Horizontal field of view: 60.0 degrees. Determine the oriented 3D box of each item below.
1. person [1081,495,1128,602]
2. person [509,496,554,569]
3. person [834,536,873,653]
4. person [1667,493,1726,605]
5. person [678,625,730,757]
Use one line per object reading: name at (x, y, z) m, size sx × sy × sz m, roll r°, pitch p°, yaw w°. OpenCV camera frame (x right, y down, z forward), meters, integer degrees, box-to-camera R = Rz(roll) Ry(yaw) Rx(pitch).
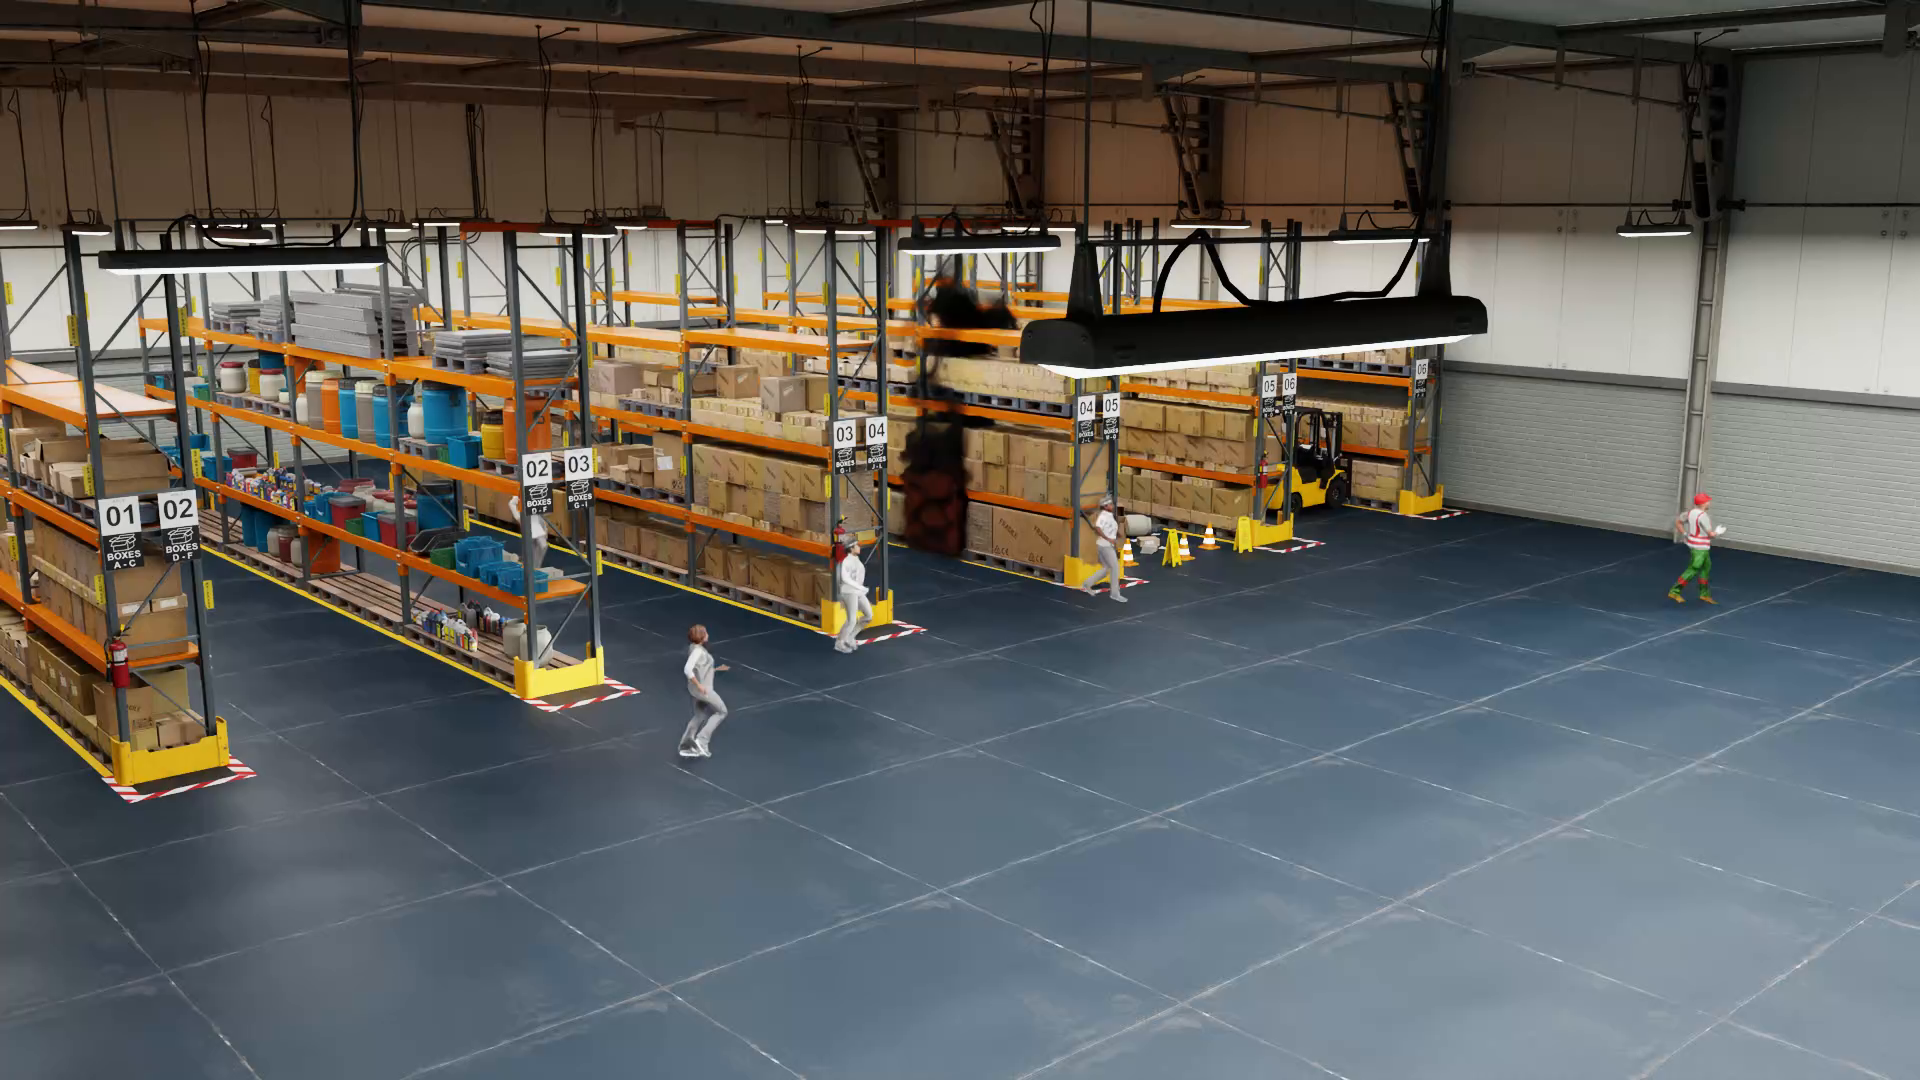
person at (2.346, 0.126, 26.845) m, size 0.763 × 1.695 × 0.677 m, roll 1°, pitch 12°, yaw 7°
person at (-7.219, -0.202, 28.405) m, size 0.746 × 1.814 × 0.685 m, roll 7°, pitch 13°, yaw 31°
person at (-1.502, 0.768, 23.879) m, size 0.540 × 1.651 × 0.688 m, roll 4°, pitch 12°, yaw 17°
person at (11.745, 0.155, 26.494) m, size 0.855 × 1.834 × 0.654 m, roll 1°, pitch 11°, yaw 3°
person at (-2.956, 1.738, 19.185) m, size 0.635 × 1.563 × 0.509 m, roll -5°, pitch 12°, yaw -22°
